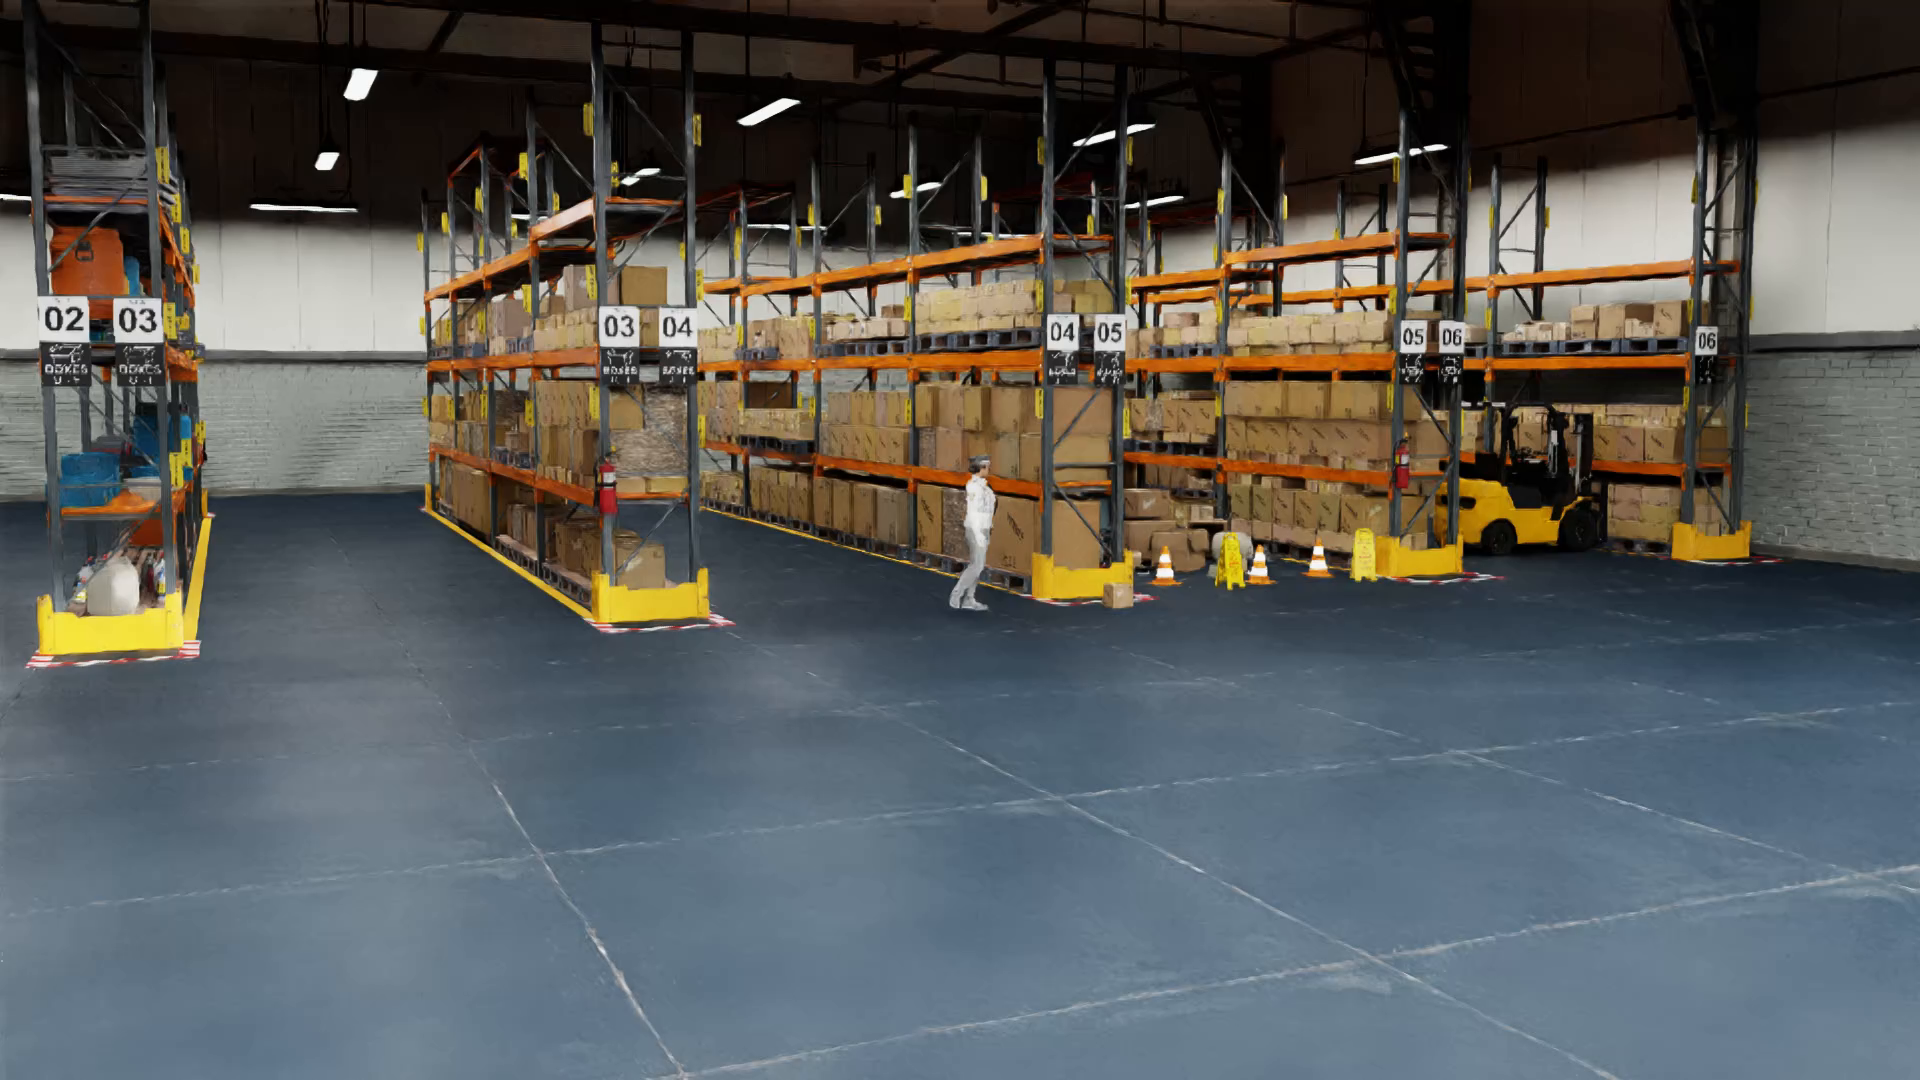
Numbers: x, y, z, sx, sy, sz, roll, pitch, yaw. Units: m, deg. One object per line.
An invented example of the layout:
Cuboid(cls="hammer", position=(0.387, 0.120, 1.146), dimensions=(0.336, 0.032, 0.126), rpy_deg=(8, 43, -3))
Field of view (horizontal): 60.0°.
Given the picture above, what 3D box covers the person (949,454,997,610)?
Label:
Cuboid(cls="person", position=(0.129, -0.081, 17.652), dimensions=(0.442, 1.659, 0.650), rpy_deg=(2, 6, 16))
